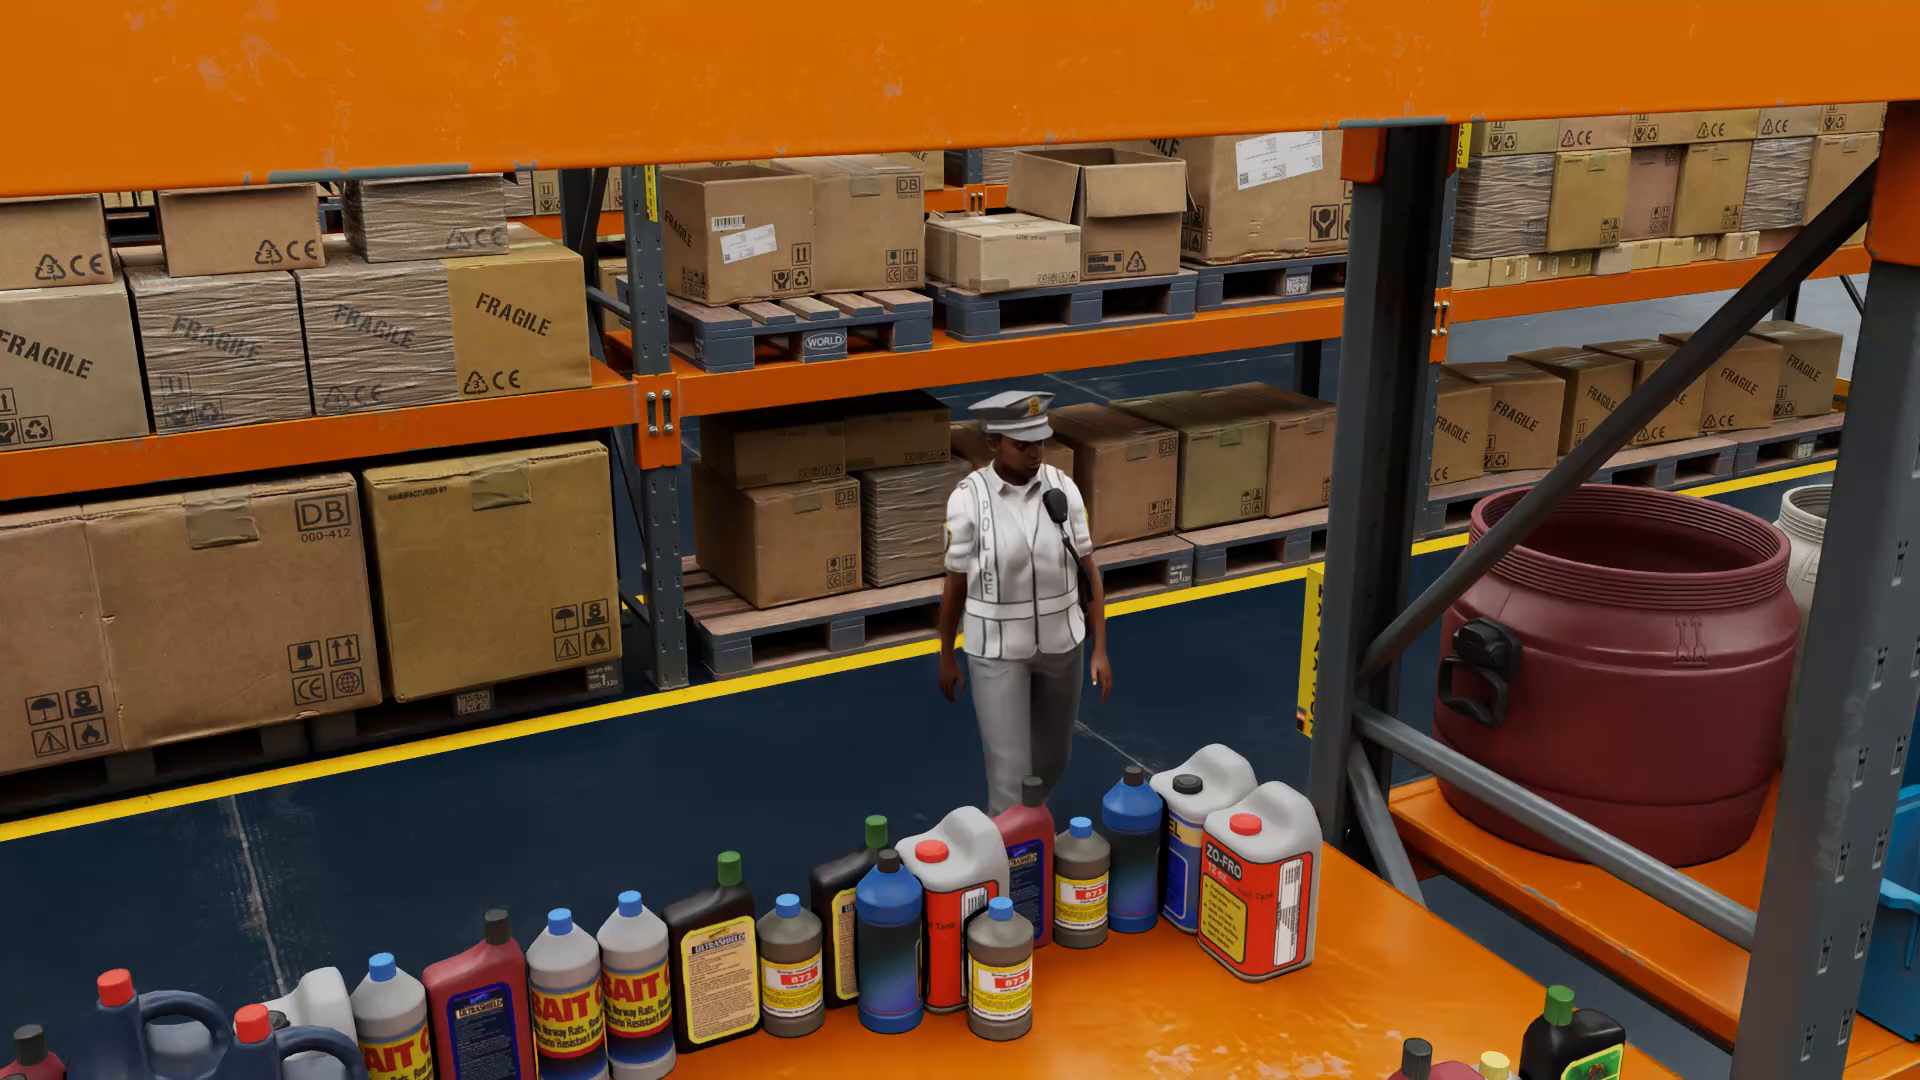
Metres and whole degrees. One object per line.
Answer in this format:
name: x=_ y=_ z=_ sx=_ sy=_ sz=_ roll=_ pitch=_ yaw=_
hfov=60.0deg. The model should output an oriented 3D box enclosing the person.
person: x=0.223 y=0.353 z=5.040 sx=0.480 sy=1.618 sz=0.972 roll=-6 pitch=19 yaw=-17
